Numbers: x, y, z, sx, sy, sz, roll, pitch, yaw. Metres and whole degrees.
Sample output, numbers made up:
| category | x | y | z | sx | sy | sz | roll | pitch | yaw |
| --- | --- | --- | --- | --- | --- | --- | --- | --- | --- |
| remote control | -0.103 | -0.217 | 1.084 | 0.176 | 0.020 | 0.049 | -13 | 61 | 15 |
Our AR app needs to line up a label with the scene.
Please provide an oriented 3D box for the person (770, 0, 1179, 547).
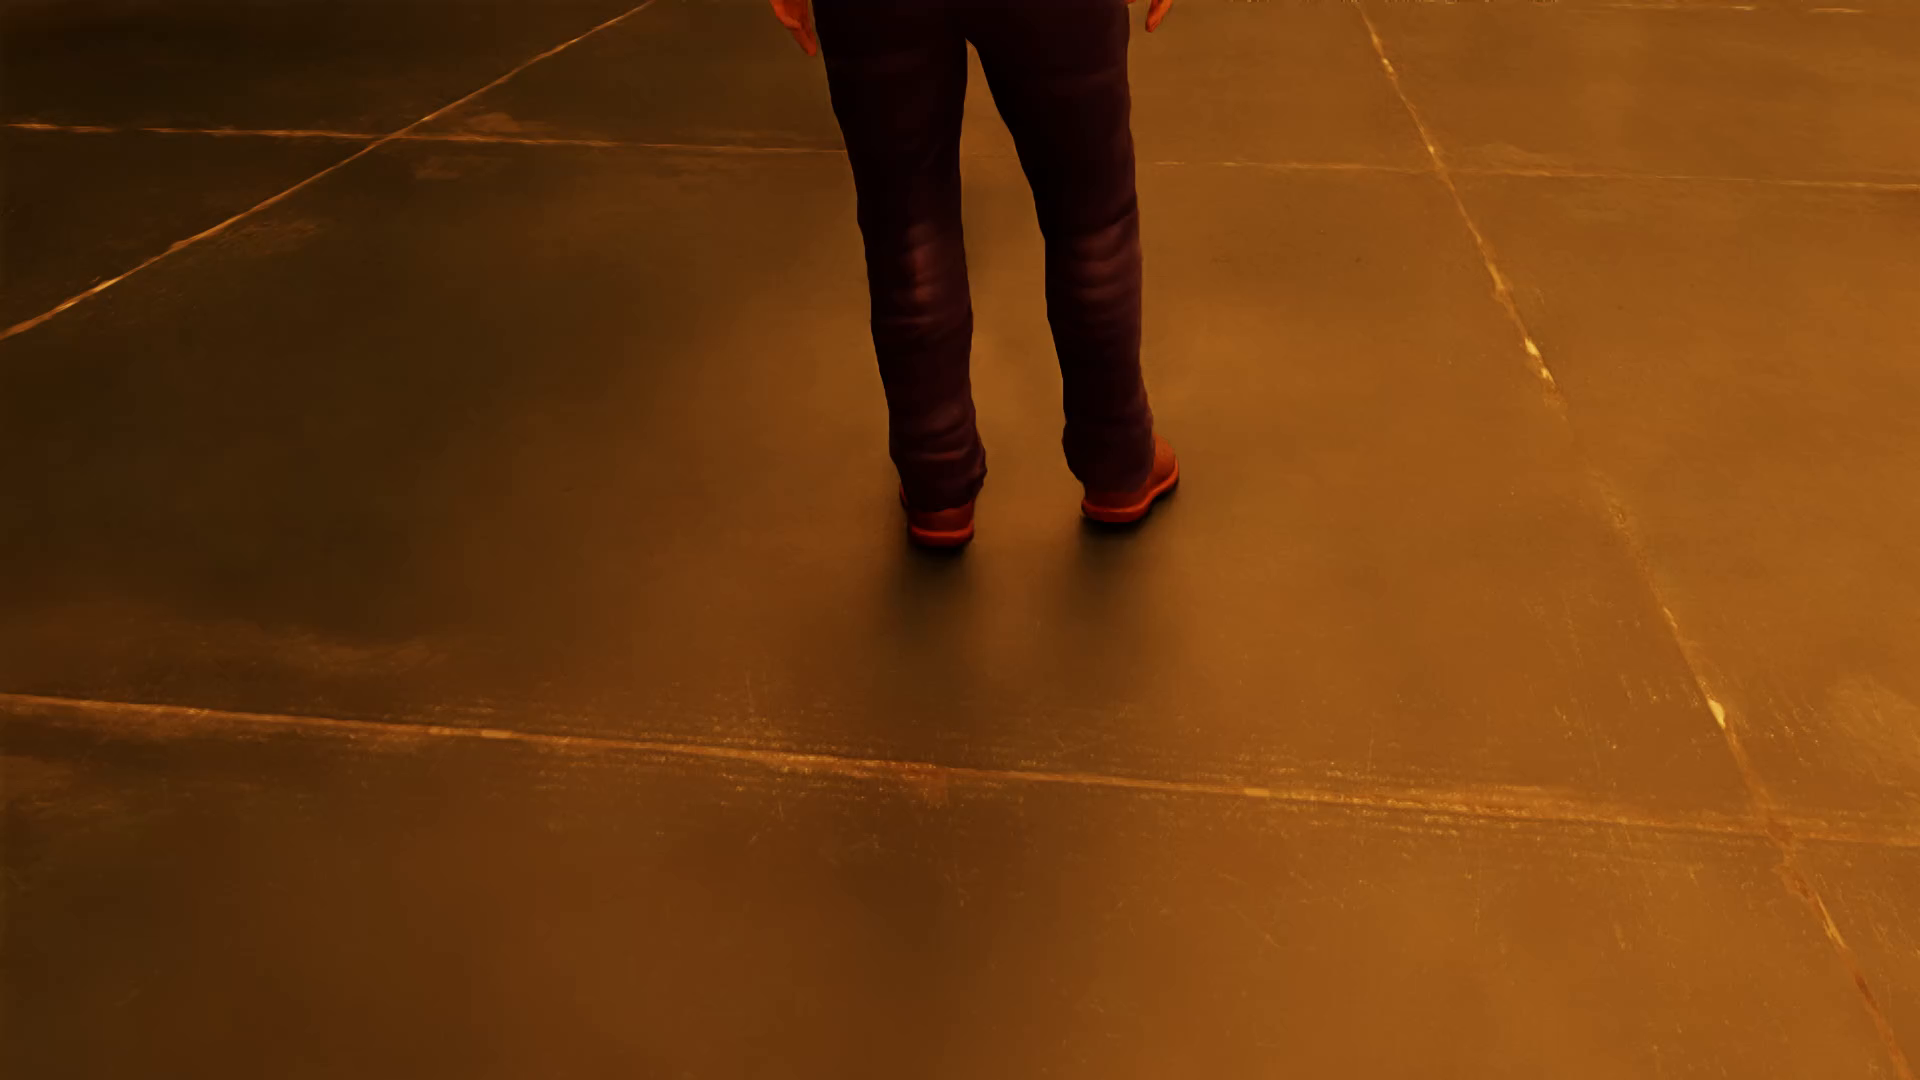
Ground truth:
| category | x | y | z | sx | sy | sz | roll | pitch | yaw |
| --- | --- | --- | --- | --- | --- | --- | --- | --- | --- |
| person | 0.034 | -0.782 | 2.206 | 0.599 | 1.650 | 0.502 | 3 | 27 | 7 |
